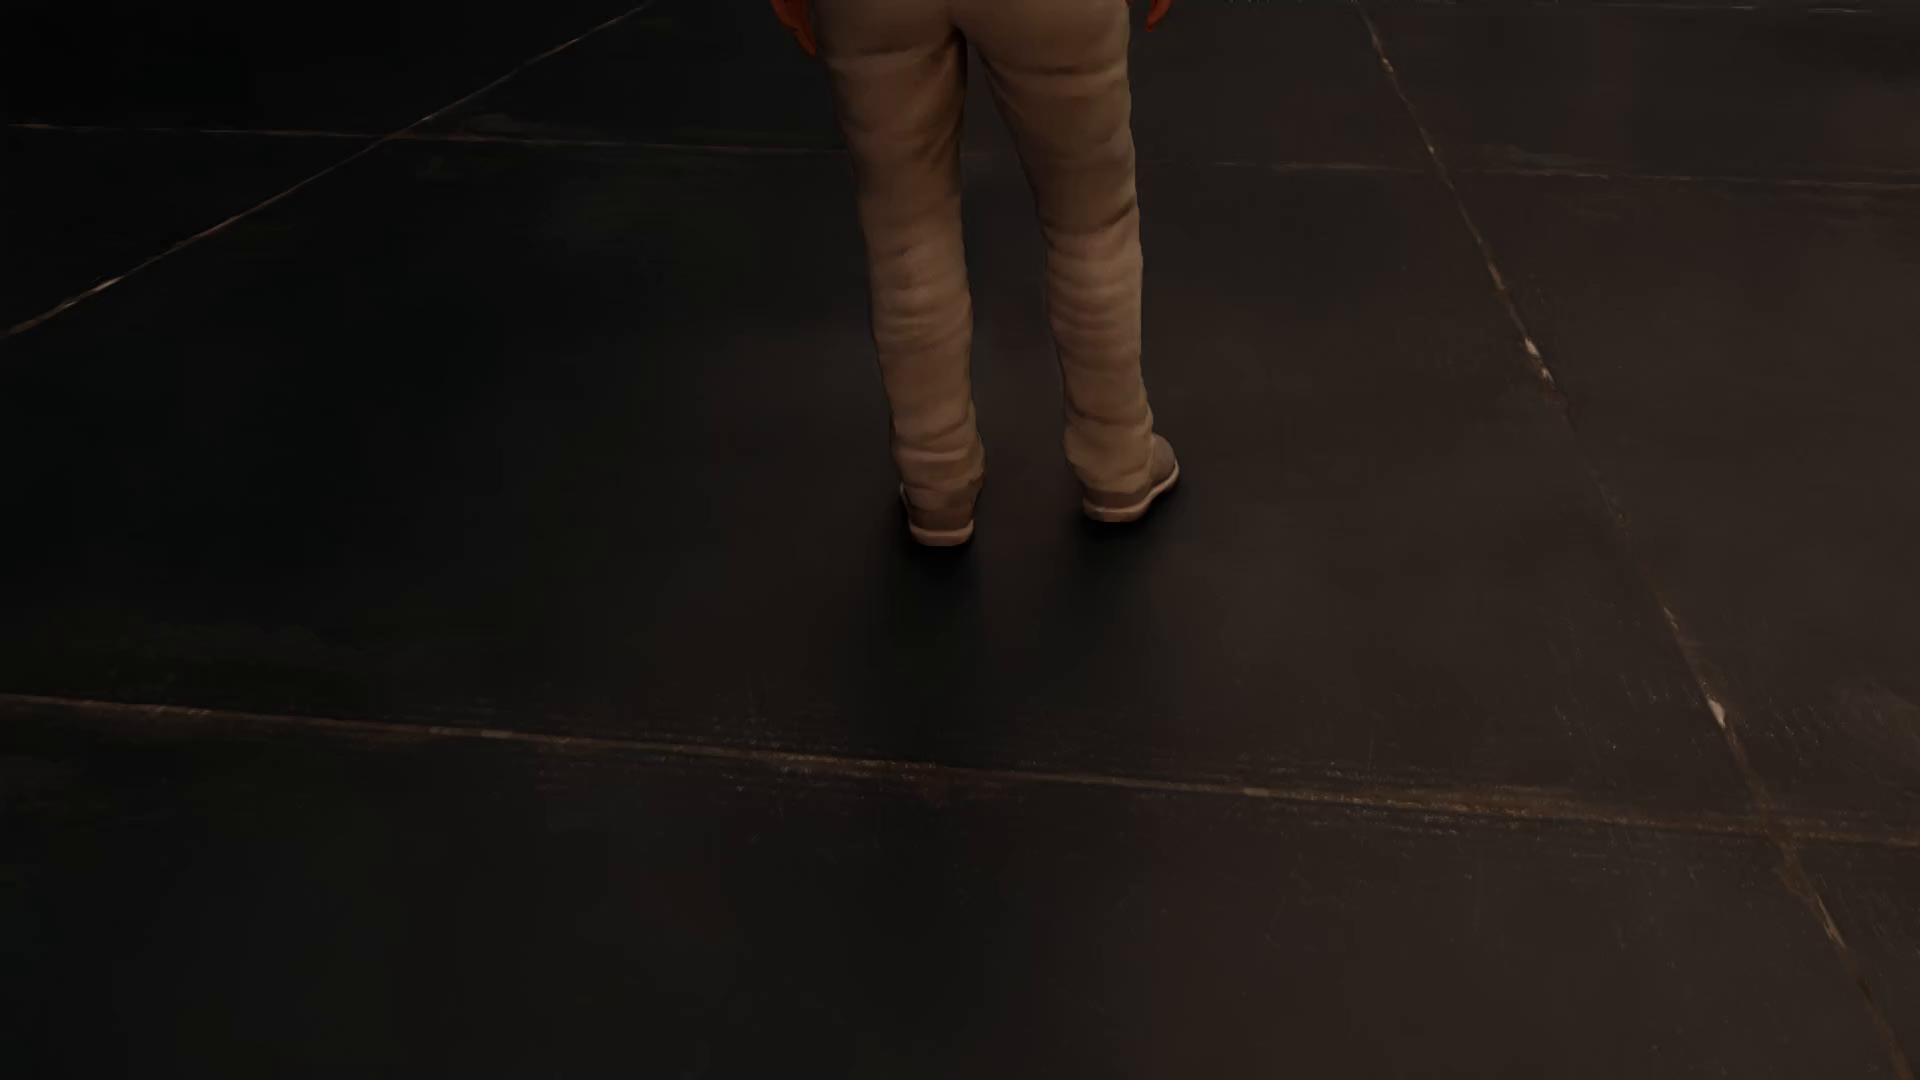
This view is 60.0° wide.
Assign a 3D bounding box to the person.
[{"bbox_3d":[0.033,-0.785,2.190,0.598,1.669,0.529,3,27,7],"label":"person"}]
